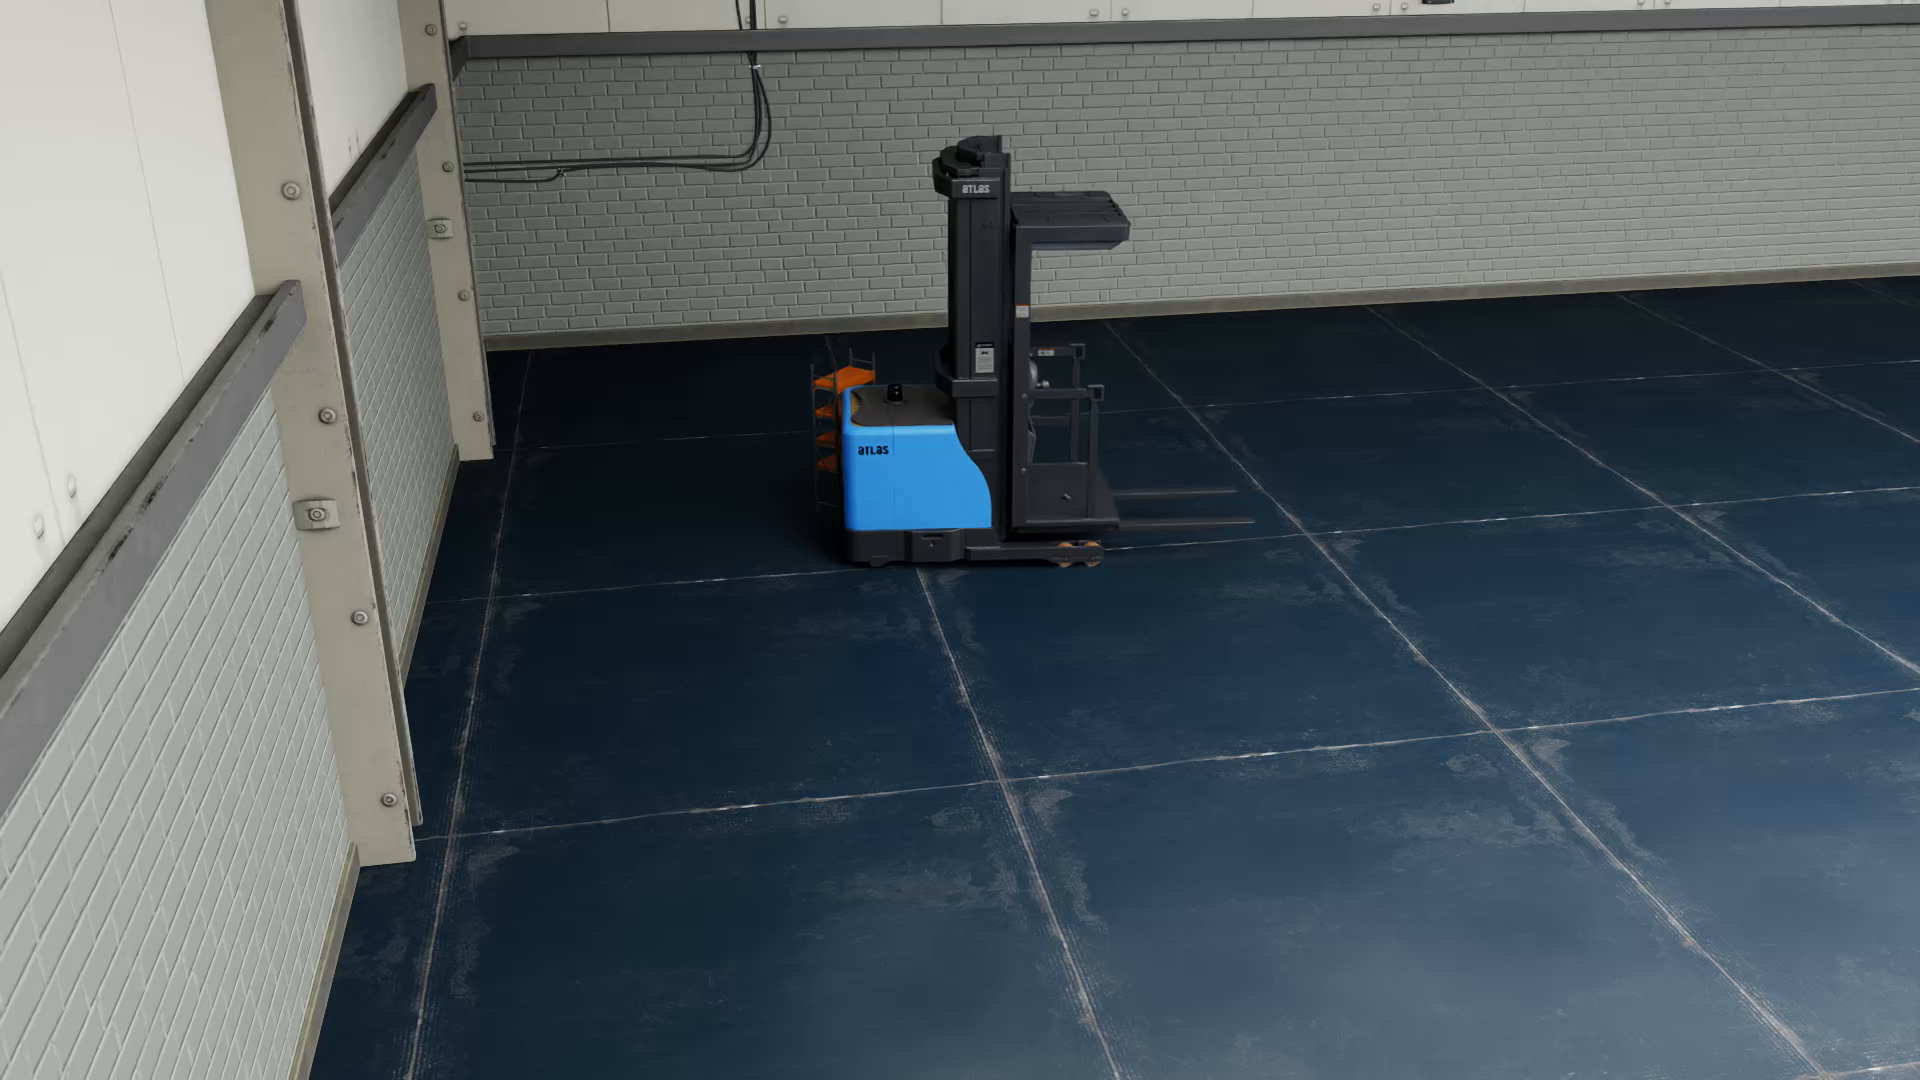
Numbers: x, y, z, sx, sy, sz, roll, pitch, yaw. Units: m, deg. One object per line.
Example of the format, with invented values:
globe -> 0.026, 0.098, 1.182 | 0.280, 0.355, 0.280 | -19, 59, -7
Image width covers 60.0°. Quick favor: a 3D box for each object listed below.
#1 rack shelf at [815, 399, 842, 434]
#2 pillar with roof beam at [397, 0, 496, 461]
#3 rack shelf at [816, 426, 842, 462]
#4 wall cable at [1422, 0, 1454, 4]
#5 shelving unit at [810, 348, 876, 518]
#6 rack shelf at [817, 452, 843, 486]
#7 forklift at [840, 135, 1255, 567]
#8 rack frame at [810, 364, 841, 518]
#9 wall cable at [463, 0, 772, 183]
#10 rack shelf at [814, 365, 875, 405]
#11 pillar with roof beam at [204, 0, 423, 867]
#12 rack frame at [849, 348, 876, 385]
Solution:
rack shelf -> -0.891, -0.975, 12.833 | 0.258, 0.148, 0.480 | 15, 28, 30
pillar with roof beam -> 0.092, -5.197, 13.149 | 9.100, 9.000, 0.400 | -4, 24, -10
rack shelf -> -0.891, -0.770, 12.923 | 0.258, 0.148, 0.480 | 15, 28, 30
wall cable -> 5.949, -8.390, 16.211 | 2.305, 6.003, 0.169 | -4, 24, -10
shelving unit -> -0.891, -0.832, 12.896 | 0.258, 1.200, 0.503 | 15, 28, 30
rack shelf -> -0.891, -0.588, 13.003 | 0.258, 0.148, 0.480 | 15, 28, 30
forklift -> 0.643, -1.365, 11.956 | 3.031, 2.935, 1.130 | -1, 24, -3
rack frame -> -1.024, -0.749, 12.708 | 0.240, 1.200, 0.015 | 15, 28, 30
wall cable -> -3.384, -4.712, 15.918 | 3.097, 2.526, 0.112 | -4, 24, -10
rack shelf -> -0.891, -1.191, 12.737 | 0.258, 0.148, 0.480 | 15, 28, 30
pillar with roof beam -> 1.202, -2.837, 7.745 | 9.100, 9.000, 0.400 | -4, 24, -10
rack frame -> -0.759, -0.914, 13.083 | 0.240, 1.200, 0.015 | 15, 28, 30
